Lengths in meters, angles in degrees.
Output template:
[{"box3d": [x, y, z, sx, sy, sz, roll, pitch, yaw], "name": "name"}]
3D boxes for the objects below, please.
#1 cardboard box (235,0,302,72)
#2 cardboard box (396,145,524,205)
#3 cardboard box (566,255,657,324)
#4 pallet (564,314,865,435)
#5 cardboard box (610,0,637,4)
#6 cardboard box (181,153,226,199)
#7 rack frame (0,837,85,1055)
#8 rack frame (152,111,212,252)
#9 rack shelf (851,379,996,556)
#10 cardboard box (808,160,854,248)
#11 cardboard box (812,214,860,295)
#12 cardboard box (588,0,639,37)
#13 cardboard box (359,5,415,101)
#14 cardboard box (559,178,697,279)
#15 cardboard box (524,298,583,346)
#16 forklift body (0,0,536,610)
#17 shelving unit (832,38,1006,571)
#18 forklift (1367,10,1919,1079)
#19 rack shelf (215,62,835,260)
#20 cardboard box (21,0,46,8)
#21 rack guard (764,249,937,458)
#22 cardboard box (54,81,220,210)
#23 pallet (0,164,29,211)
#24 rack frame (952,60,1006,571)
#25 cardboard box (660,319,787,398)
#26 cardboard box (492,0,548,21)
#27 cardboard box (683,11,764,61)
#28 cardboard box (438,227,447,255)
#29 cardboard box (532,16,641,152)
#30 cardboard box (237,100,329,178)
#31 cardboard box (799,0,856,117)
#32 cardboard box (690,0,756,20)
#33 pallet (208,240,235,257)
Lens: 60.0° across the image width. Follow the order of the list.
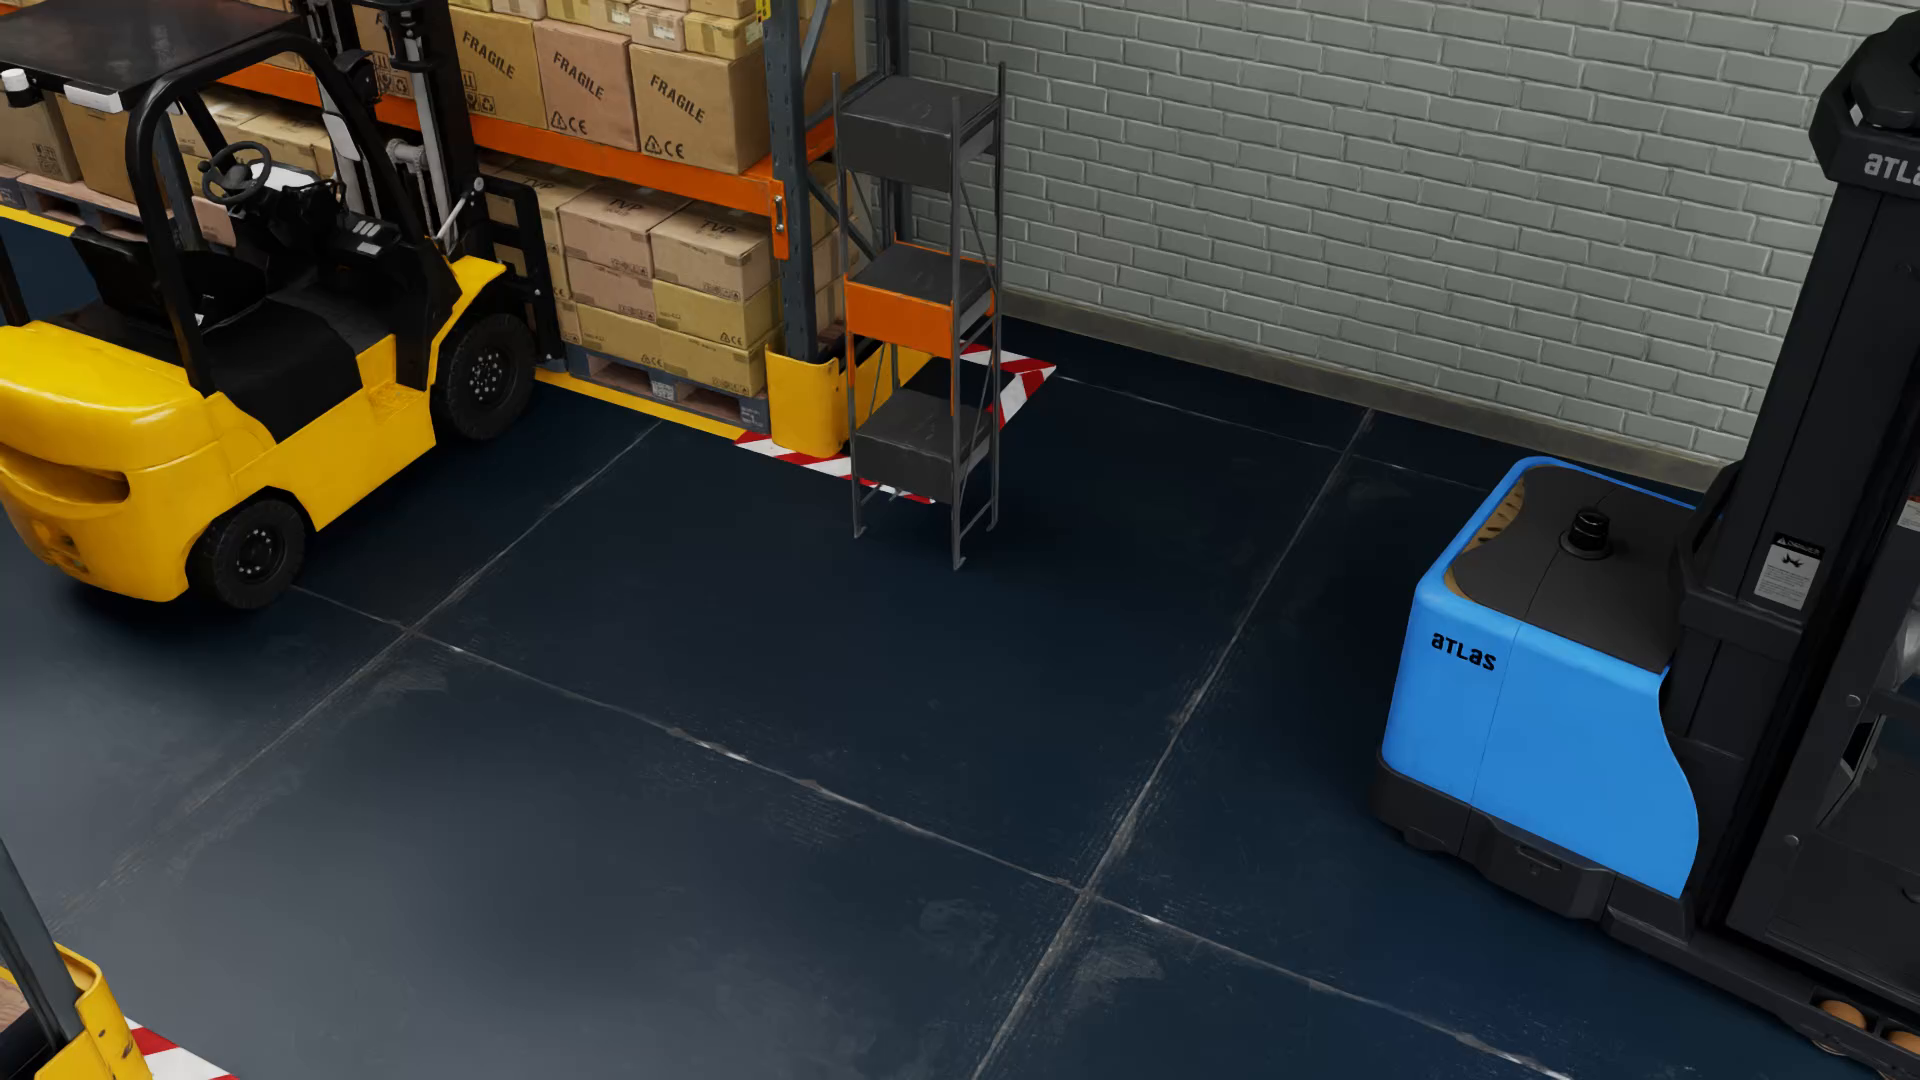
[{"box3d": [-3.322, -2.682, 8.220, 0.500, 0.500, 0.500, 18, 41, 22], "name": "cardboard box"}, {"box3d": [-2.422, -1.779, 8.213, 0.500, 0.250, 0.500, 17, 40, 21], "name": "cardboard box"}, {"box3d": [-1.530, -1.314, 8.013, 0.500, 0.250, 0.500, 17, 40, 21], "name": "cardboard box"}, {"box3d": [-1.212, -1.009, 8.405, 1.213, 0.211, 1.003, 17, 41, 21], "name": "pallet"}, {"box3d": [-1.407, -2.443, 7.122, 0.250, 0.149, 0.380, 18, 41, 22], "name": "cardboard box"}, {"box3d": [-3.778, -2.013, 8.934, 0.500, 0.250, 0.500, 17, 40, 21], "name": "cardboard box"}, {"box3d": [-2.793, 0.736, 3.799, 0.127, 3.000, 1.000, 17, 41, 21], "name": "rack frame"}, {"box3d": [-4.066, -3.042, 8.776, 0.127, 3.000, 1.000, 17, 41, 21], "name": "rack frame"}, {"box3d": [-0.147, -0.314, 7.107, 0.480, 0.518, 0.431, 17, 41, 21], "name": "rack shelf"}, {"box3d": [-0.854, -1.635, 8.023, 0.500, 0.250, 0.500, 17, 40, 21], "name": "cardboard box"}, {"box3d": [-0.836, -1.443, 8.184, 0.500, 0.250, 0.500, 18, 41, 22], "name": "cardboard box"}, {"box3d": [-1.394, -2.334, 7.225, 0.250, 0.149, 0.380, 18, 41, 22], "name": "cardboard box"}, {"box3d": [-2.435, -2.391, 7.836, 0.500, 0.500, 0.500, 18, 41, 22], "name": "cardboard box"}, {"box3d": [-1.523, -1.499, 7.844, 0.500, 0.250, 0.500, 18, 41, 22], "name": "cardboard box"}, {"box3d": [-1.954, -1.250, 8.343, 0.500, 0.250, 0.500, 18, 41, 22], "name": "cardboard box"}, {"box3d": [-3.037, -1.139, 6.972, 1.214, 2.155, 2.313, 17, 41, 21], "name": "forklift body"}, {"box3d": [-0.147, -0.882, 6.676, 0.503, 2.100, 0.431, 17, 41, 21], "name": "shelving unit"}, {"box3d": [2.933, 0.126, 4.660, 3.031, 2.935, 1.130, 24, 43, 28], "name": "forklift"}, {"box3d": [-2.290, -2.199, 8.261, 4.000, 0.370, 1.077, 17, 41, 21], "name": "rack shelf"}, {"box3d": [-4.634, -2.982, 8.821, 0.500, 0.250, 0.500, 18, 41, 22], "name": "cardboard box"}, {"box3d": [-0.493, -0.927, 8.058, 0.348, 0.500, 1.175, 17, 41, 21], "name": "rack guard"}, {"box3d": [-4.534, -2.402, 9.551, 0.625, 0.625, 0.875, 19, 41, 23], "name": "cardboard box"}, {"box3d": [-5.826, -2.454, 10.308, 1.213, 0.211, 1.003, 17, 41, 21], "name": "pallet"}, {"box3d": [0.070, -0.814, 6.586, 0.015, 2.100, 0.400, 17, 41, 21], "name": "rack frame"}, {"box3d": [-1.077, -0.963, 7.964, 0.500, 0.250, 0.500, 18, 41, 22], "name": "cardboard box"}, {"box3d": [-1.867, -2.458, 7.388, 0.250, 0.149, 0.380, 16, 40, 20], "name": "cardboard box"}, {"box3d": [-0.951, -2.174, 7.014, 0.250, 0.149, 0.380, 18, 41, 22], "name": "cardboard box"}, {"box3d": [-2.441, -1.587, 8.373, 0.500, 0.250, 0.500, 17, 40, 21], "name": "cardboard box"}, {"box3d": [-1.528, -2.115, 7.472, 0.500, 0.500, 0.500, 19, 41, 23], "name": "cardboard box"}, {"box3d": [-3.331, -2.062, 8.585, 0.500, 0.250, 0.500, 17, 41, 22], "name": "cardboard box"}, {"box3d": [-0.826, -2.256, 7.659, 0.500, 0.500, 0.500, 19, 41, 23], "name": "cardboard box"}, {"box3d": [-0.929, -2.333, 6.977, 0.250, 0.149, 0.380, 17, 41, 22], "name": "cardboard box"}, {"box3d": [-3.379, -1.688, 9.299, 1.213, 0.211, 1.003, 17, 41, 21], "name": "pallet"}]
